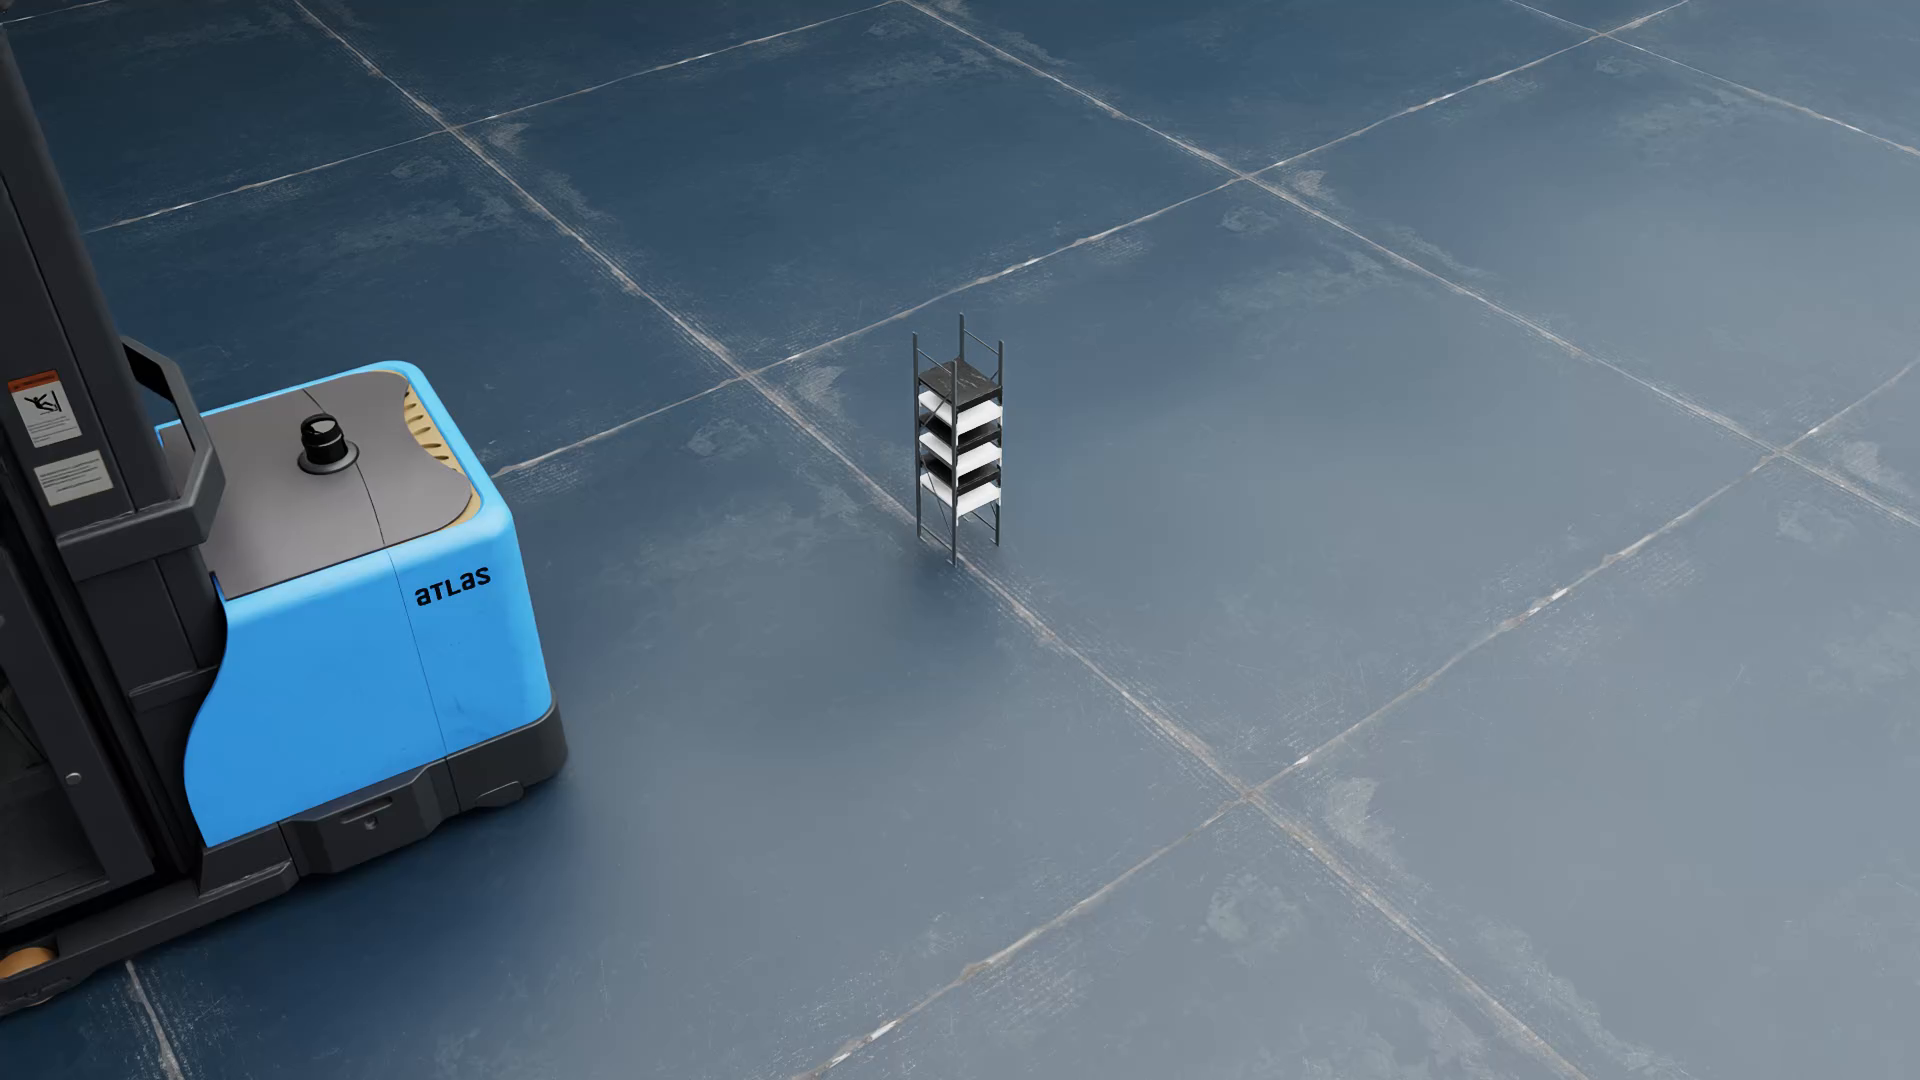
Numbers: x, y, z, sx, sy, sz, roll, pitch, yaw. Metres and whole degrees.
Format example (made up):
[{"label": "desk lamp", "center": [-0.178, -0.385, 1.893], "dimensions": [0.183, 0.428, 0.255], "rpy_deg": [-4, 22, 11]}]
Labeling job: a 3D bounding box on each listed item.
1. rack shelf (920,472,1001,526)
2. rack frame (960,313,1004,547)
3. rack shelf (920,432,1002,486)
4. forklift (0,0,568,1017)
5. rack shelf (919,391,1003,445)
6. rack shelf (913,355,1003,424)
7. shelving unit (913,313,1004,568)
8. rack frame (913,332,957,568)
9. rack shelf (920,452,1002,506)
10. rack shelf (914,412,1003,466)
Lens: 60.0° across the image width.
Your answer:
[{"label": "rack shelf", "center": [-0.006, -0.180, 6.096], "dimensions": [0.200, 0.077, 0.258], "rpy_deg": [-26, 46, -28]}, {"label": "rack frame", "center": [0.074, -0.384, 6.009], "dimensions": [0.006, 0.900, 0.240], "rpy_deg": [-26, 46, -28]}, {"label": "rack shelf", "center": [-0.006, -0.319, 5.982], "dimensions": [0.200, 0.077, 0.258], "rpy_deg": [-26, 46, -28]}, {"label": "forklift", "center": [-2.778, -0.151, 4.123], "dimensions": [3.031, 2.935, 1.130], "rpy_deg": [-21, 44, -24]}, {"label": "rack shelf", "center": [-0.006, -0.458, 5.868], "dimensions": [0.200, 0.077, 0.258], "rpy_deg": [-26, 46, -28]}, {"label": "rack shelf", "center": [-0.006, -0.528, 5.811], "dimensions": [0.200, 0.077, 0.258], "rpy_deg": [-26, 46, -28]}, {"label": "shelving unit", "center": [-0.006, -0.345, 5.961], "dimensions": [0.210, 0.900, 0.258], "rpy_deg": [-26, 46, -28]}, {"label": "rack frame", "center": [-0.087, -0.305, 5.913], "dimensions": [0.006, 0.900, 0.240], "rpy_deg": [-26, 46, -28]}, {"label": "rack shelf", "center": [-0.006, -0.249, 6.039], "dimensions": [0.200, 0.077, 0.258], "rpy_deg": [-26, 46, -28]}, {"label": "rack shelf", "center": [-0.006, -0.389, 5.925], "dimensions": [0.200, 0.077, 0.258], "rpy_deg": [-26, 46, -28]}]
